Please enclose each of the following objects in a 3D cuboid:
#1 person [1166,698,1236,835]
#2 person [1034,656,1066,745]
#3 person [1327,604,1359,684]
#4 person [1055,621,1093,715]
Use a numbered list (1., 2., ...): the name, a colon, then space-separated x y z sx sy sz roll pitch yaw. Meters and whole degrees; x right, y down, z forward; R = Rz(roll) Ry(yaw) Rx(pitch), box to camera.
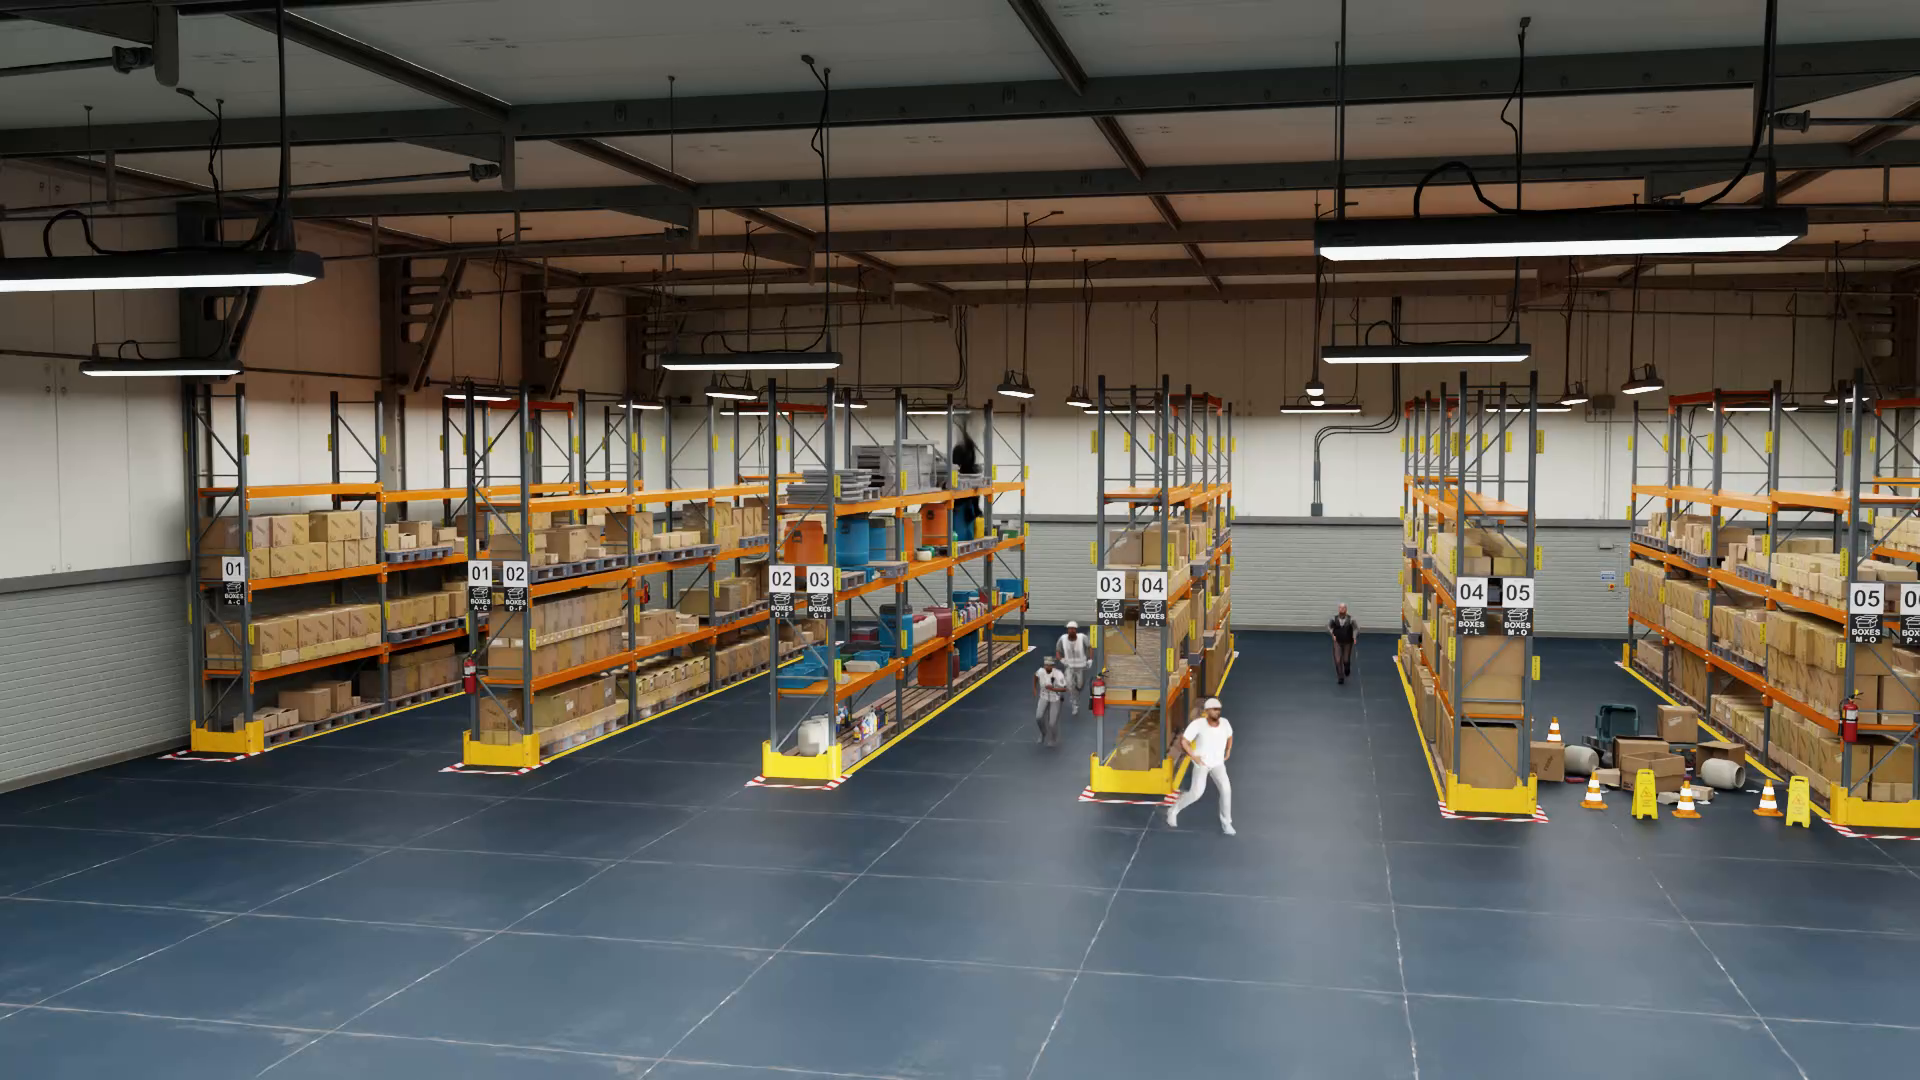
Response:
1. person: 3.190 2.921 21.543 0.915 1.761 0.744 -2 4 -26
2. person: 1.477 2.676 27.577 0.648 1.567 0.768 1 3 17
3. person: 8.040 2.174 34.958 0.661 1.682 0.584 1 3 17
4. person: 2.141 2.374 31.180 0.716 1.737 0.727 0 3 4
